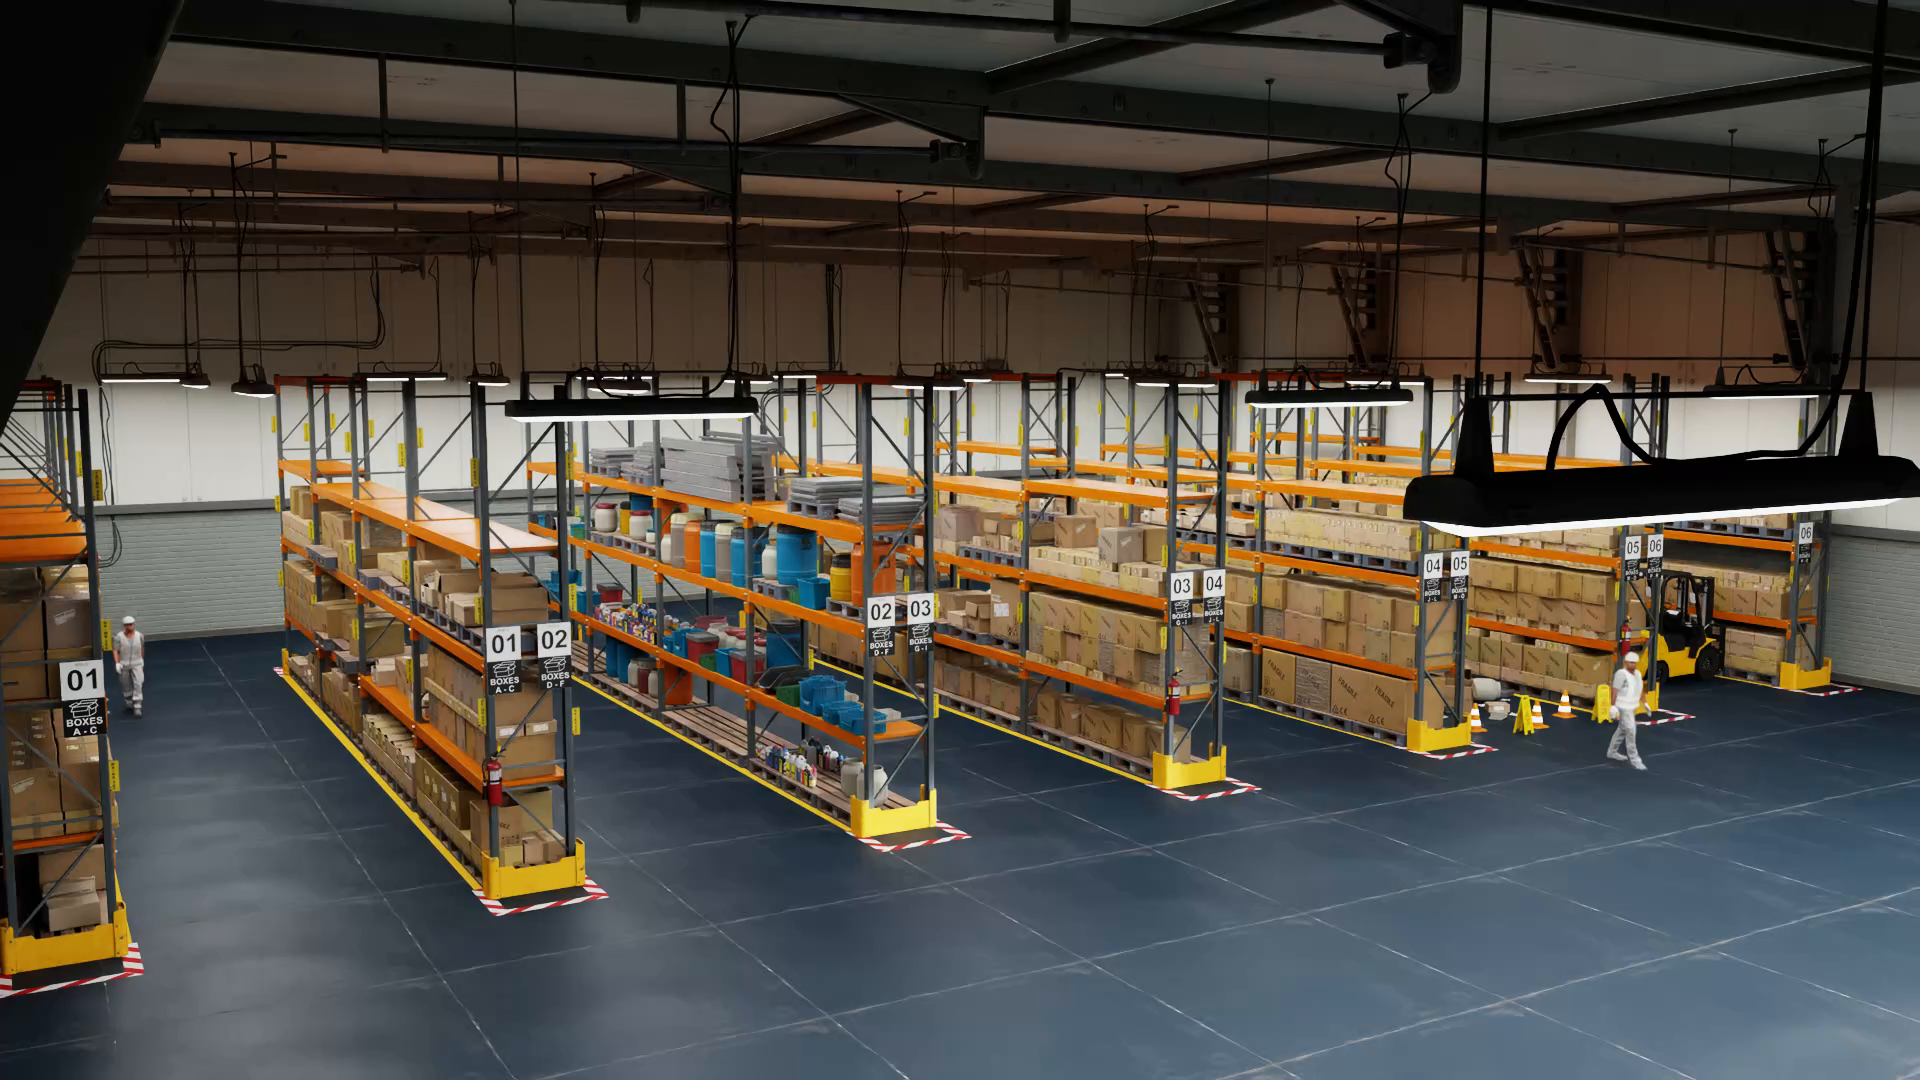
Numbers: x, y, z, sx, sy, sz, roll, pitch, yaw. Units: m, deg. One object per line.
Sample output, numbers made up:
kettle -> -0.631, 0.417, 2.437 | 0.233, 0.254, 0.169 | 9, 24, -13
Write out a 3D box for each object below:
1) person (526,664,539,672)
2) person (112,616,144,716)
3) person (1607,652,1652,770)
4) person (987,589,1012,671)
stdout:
person -> -7.510, 2.268, 29.332 | 0.621, 1.650, 1.087 | -4, 8, -35
person -> -14.760, 2.217, 29.549 | 0.511, 1.725, 1.068 | -3, 7, -27
person -> 10.418, 2.641, 25.871 | 0.583, 1.826, 0.742 | -5, 8, -39
person -> 0.733, 1.849, 33.009 | 0.607, 1.762, 0.513 | -3, 7, -26
